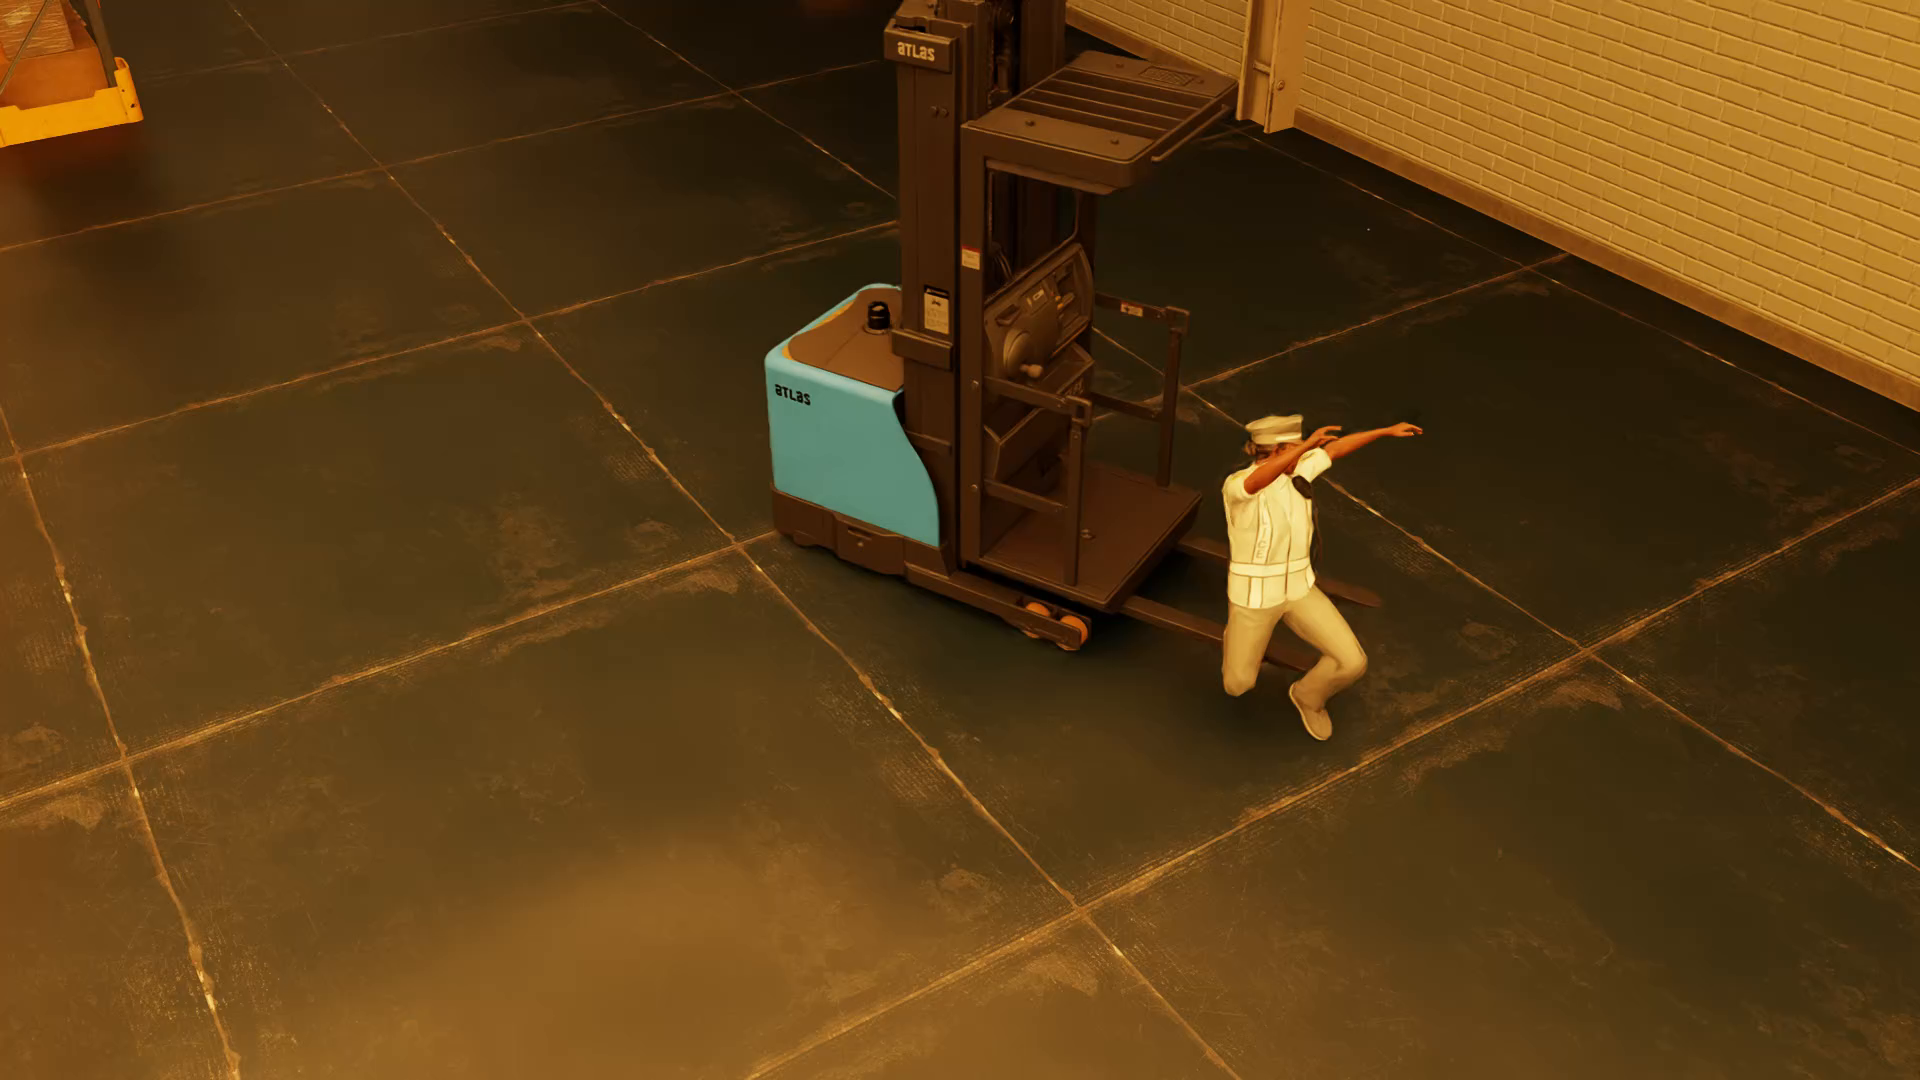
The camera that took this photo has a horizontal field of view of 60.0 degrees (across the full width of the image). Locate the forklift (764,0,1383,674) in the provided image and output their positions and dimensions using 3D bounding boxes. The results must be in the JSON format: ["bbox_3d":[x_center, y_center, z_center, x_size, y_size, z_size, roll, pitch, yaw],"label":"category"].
[{"bbox_3d":[0.547,-1.020,7.599,3.031,2.935,1.130,19,39,25],"label":"forklift"}]

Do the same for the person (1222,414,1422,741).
[{"bbox_3d":[1.615,0.112,7.177,1.031,1.544,0.815,-12,37,-17],"label":"person"}]
